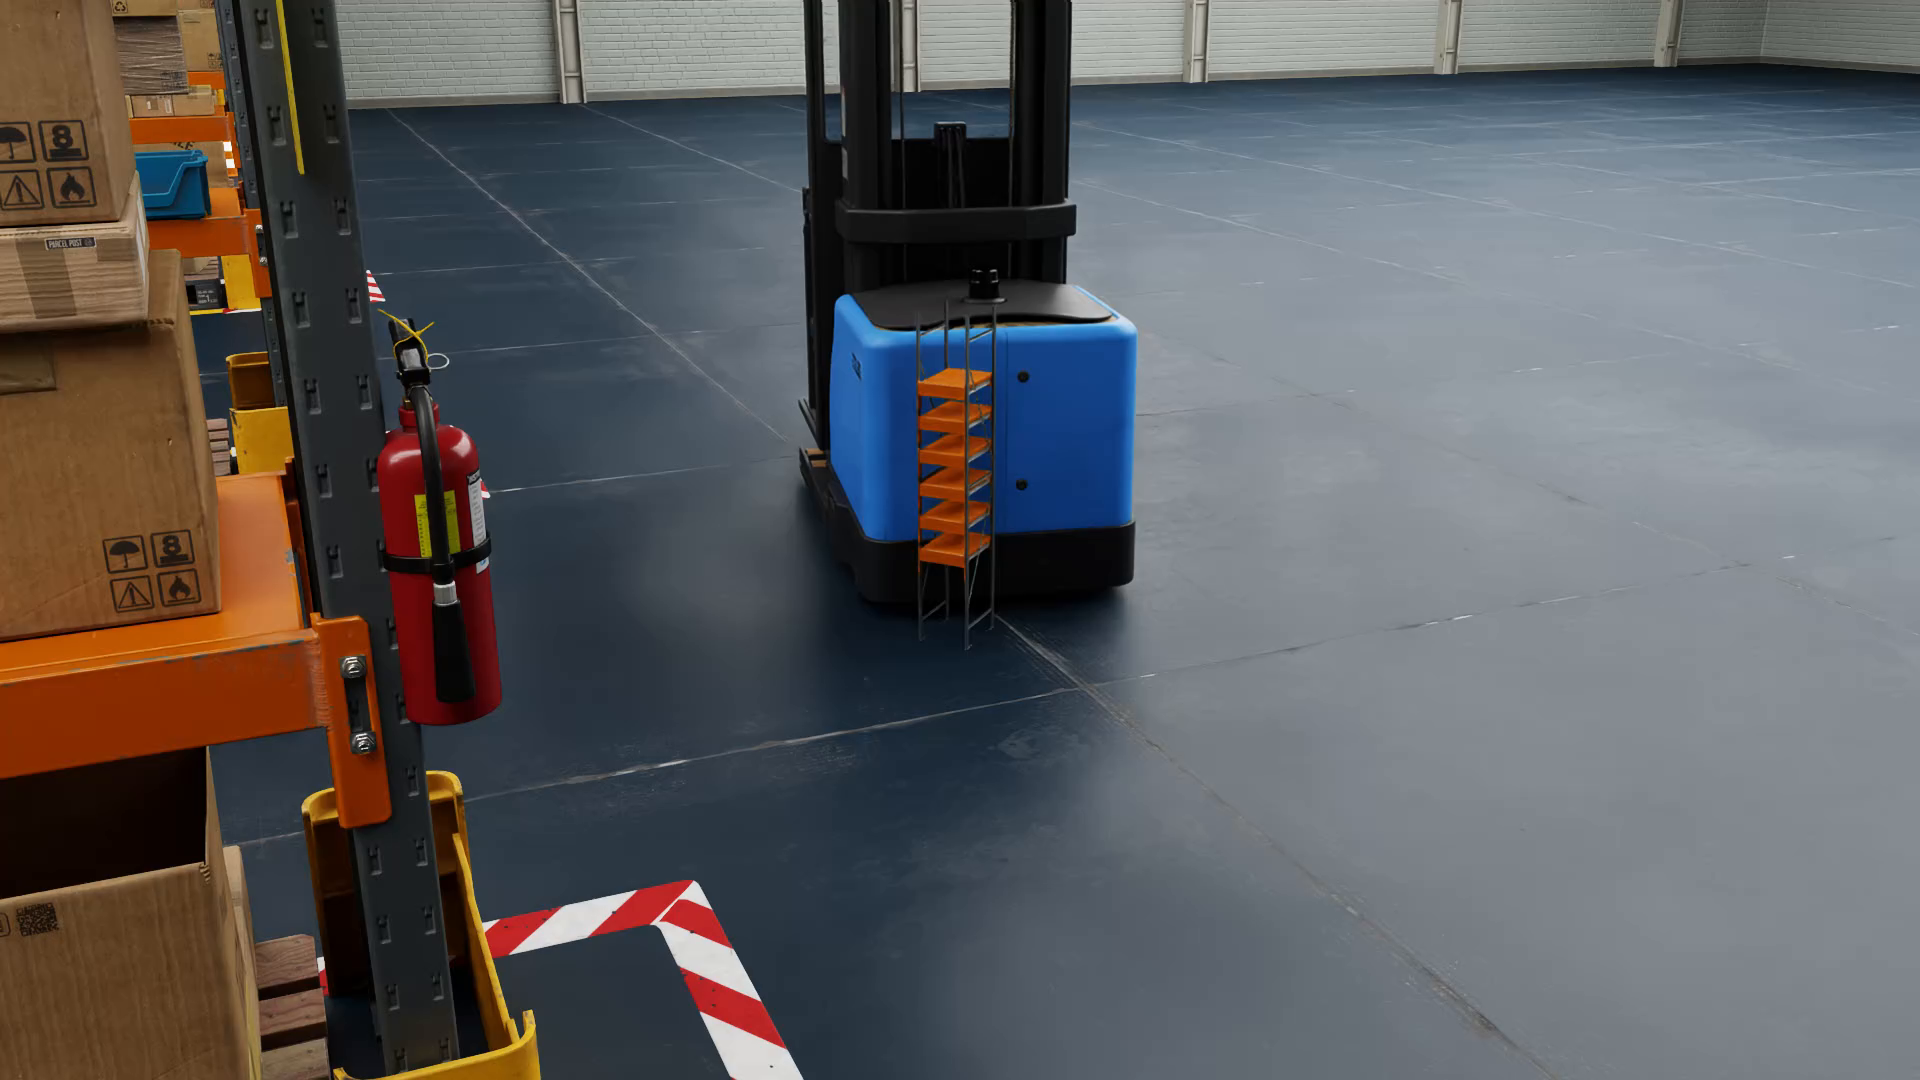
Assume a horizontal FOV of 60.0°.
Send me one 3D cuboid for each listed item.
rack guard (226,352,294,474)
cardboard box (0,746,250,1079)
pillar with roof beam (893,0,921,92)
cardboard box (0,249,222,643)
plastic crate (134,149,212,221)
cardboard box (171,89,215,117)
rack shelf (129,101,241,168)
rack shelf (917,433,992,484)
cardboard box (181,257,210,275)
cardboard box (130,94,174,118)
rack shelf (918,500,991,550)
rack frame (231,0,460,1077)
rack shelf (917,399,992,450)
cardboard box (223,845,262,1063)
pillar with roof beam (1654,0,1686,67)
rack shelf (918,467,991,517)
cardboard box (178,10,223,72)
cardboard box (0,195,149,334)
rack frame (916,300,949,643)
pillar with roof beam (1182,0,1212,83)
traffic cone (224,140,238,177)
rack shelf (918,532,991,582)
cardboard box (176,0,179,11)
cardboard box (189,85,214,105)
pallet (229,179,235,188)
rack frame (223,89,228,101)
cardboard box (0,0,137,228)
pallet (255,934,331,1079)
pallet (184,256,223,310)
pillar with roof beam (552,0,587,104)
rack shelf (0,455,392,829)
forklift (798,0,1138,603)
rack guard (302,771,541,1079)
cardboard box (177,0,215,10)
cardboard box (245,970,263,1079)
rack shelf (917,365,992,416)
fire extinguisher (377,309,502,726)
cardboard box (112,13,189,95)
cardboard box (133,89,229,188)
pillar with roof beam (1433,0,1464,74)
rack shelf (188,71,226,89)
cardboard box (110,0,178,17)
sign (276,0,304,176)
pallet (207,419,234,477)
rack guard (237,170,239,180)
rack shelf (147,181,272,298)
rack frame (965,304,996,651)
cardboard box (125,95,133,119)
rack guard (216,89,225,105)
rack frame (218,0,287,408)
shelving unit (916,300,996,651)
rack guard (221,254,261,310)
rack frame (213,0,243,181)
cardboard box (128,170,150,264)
[{"bbox_3d":[-3.168,-0.505,7.703,0.348,0.500,1.175,-8,21,-22],"label":"rack guard"},{"bbox_3d":[-1.533,0.709,2.870,0.500,0.500,0.500,-8,21,-22],"label":"cardboard box"},{"bbox_3d":[0.754,-11.033,24.806,0.400,9.000,9.100,-8,21,-22],"label":"pillar with roof beam"},{"bbox_3d":[-1.592,-0.187,2.886,0.500,0.500,0.700,-8,21,-22],"label":"cardboard box"},{"bbox_3d":[-3.458,-1.481,6.936,0.616,0.251,0.499,-8,21,-22],"label":"plastic crate"},{"bbox_3d":[-5.259,-3.000,11.403,0.250,0.149,0.380,-8,21,-22],"label":"cardboard box"},{"bbox_3d":[-6.915,-2.616,11.019,4.000,0.370,1.077,-8,21,-22],"label":"rack shelf"},{"bbox_3d":[-0.012,-0.291,5.814,0.180,0.103,0.258,9,21,24],"label":"rack shelf"},{"bbox_3d":[-5.659,-2.161,11.773,0.500,0.500,0.500,-4,20,-12],"label":"cardboard box"},{"bbox_3d":[-5.489,-2.967,11.310,0.250,0.149,0.380,-8,21,-22],"label":"cardboard box"},{"bbox_3d":[-0.012,-0.064,5.894,0.180,0.103,0.258,9,21,24],"label":"rack shelf"},{"bbox_3d":[-1.158,-0.197,3.066,0.127,3.000,1.000,-8,21,-22],"label":"rack frame"},{"bbox_3d":[-0.012,-0.404,5.774,0.180,0.103,0.258,9,21,24],"label":"rack shelf"},{"bbox_3d":[-1.739,0.904,3.445,0.500,0.250,0.500,-8,21,-22],"label":"cardboard box"},{"bbox_3d":[17.281,-13.401,31.531,0.400,9.000,9.100,-8,21,-22],"label":"pillar with roof beam"},{"bbox_3d":[-0.012,-0.178,5.854,0.180,0.103,0.258,9,21,24],"label":"rack shelf"},{"bbox_3d":[-7.273,-4.753,15.777,0.550,0.550,0.875,-8,21,-22],"label":"cardboard box"},{"bbox_3d":[-1.434,-0.442,2.633,0.250,0.149,0.380,-9,21,-23],"label":"cardboard box"},{"bbox_3d":[-0.094,-0.233,5.876,0.006,1.200,0.240,9,21,24],"label":"rack frame"},{"bbox_3d":[6.263,-11.822,27.048,0.400,9.000,9.100,-8,21,-22],"label":"pillar with roof beam"},{"bbox_3d":[-8.136,-4.300,18.539,0.334,0.463,0.336,-8,21,-22],"label":"traffic cone"},{"bbox_3d":[-0.012,0.049,5.934,0.180,0.103,0.258,9,21,24],"label":"rack shelf"},{"bbox_3d":[-5.692,-3.888,11.445,0.500,0.500,0.500,-8,21,-22],"label":"cardboard box"},{"bbox_3d":[-5.435,-3.135,11.788,0.250,0.149,0.380,-8,21,-22],"label":"cardboard box"},{"bbox_3d":[-7.654,-3.300,16.077,1.213,0.211,1.003,-8,21,-22],"label":"pallet"},{"bbox_3d":[-9.004,-6.241,20.230,0.127,3.000,1.000,-8,21,-22],"label":"rack frame"},{"bbox_3d":[-1.641,-0.792,2.650,0.500,0.500,0.700,-8,21,-22],"label":"cardboard box"},{"bbox_3d":[-1.844,1.231,3.207,1.213,0.211,1.003,-8,21,-22],"label":"pallet"},{"bbox_3d":[-5.909,-1.797,11.809,1.213,0.211,1.003,-8,21,-22],"label":"pallet"},{"bbox_3d":[-4.756,-10.243,22.565,0.400,9.000,9.100,-8,21,-22],"label":"pillar with roof beam"},{"bbox_3d":[-2.995,0.405,2.438,4.000,0.370,1.077,-8,21,-22],"label":"rack shelf"},{"bbox_3d":[-0.136,-1.601,7.156,1.130,2.935,3.031,-4,20,-11],"label":"forklift"},{"bbox_3d":[-1.136,0.979,3.490,0.348,0.500,1.175,-8,21,-22],"label":"rack guard"},{"bbox_3d":[-7.307,-5.288,15.671,0.550,0.550,0.875,-8,21,-22],"label":"cardboard box"},{"bbox_3d":[-1.534,1.062,2.996,0.500,0.250,0.500,-8,21,-22],"label":"cardboard box"},{"bbox_3d":[-0.012,-0.517,5.734,0.180,0.103,0.258,9,21,24],"label":"rack shelf"},{"bbox_3d":[-0.866,-0.035,2.720,0.183,0.674,0.296,-8,21,-22],"label":"fire extinguisher"},{"bbox_3d":[-5.595,-3.342,11.399,0.500,0.500,0.875,-8,21,-22],"label":"cardboard box"},{"bbox_3d":[-7.547,-3.831,15.953,0.875,0.875,0.875,-8,21,-22],"label":"cardboard box"},{"bbox_3d":[11.772,-12.611,29.290,0.400,9.000,9.100,-8,21,-22],"label":"pillar with roof beam"},{"bbox_3d":[-8.787,-4.142,15.352,4.000,0.370,1.077,-8,21,-22],"label":"rack shelf"},{"bbox_3d":[-5.486,-3.730,10.995,0.500,0.500,0.500,-8,21,-22],"label":"cardboard box"},{"bbox_3d":[-0.956,-0.688,2.359,0.005,0.325,0.100,-8,21,-22],"label":"sign"},{"bbox_3d":[-3.916,-0.263,7.452,1.213,0.211,1.003,-8,21,-22],"label":"pallet"},{"bbox_3d":[-6.929,-3.569,16.404,0.348,0.500,1.175,-8,21,-22],"label":"rack guard"},{"bbox_3d":[-4.953,-1.106,6.729,4.000,0.370,1.077,-8,21,-22],"label":"rack shelf"},{"bbox_3d":[0.071,-0.207,5.802,0.006,1.200,0.240,9,21,24],"label":"rack frame"},{"bbox_3d":[-5.698,-2.918,11.172,0.250,0.149,0.380,-8,21,-22],"label":"cardboard box"},{"bbox_3d":[-10.952,-6.578,24.951,0.348,0.500,1.175,-8,21,-22],"label":"rack guard"},{"bbox_3d":[-3.117,-1.708,7.357,0.127,3.000,1.000,-8,21,-22],"label":"rack frame"},{"bbox_3d":[-0.012,-0.220,5.839,0.189,1.200,0.258,9,21,24],"label":"shelving unit"},{"bbox_3d":[-5.149,-2.030,12.033,0.348,0.500,1.175,-8,21,-22],"label":"rack guard"},{"bbox_3d":[-5.079,-3.219,11.647,0.127,3.000,1.000,-8,21,-22],"label":"rack frame"},{"bbox_3d":[-1.604,-0.564,2.981,0.250,0.149,0.380,-8,21,-22],"label":"cardboard box"}]
